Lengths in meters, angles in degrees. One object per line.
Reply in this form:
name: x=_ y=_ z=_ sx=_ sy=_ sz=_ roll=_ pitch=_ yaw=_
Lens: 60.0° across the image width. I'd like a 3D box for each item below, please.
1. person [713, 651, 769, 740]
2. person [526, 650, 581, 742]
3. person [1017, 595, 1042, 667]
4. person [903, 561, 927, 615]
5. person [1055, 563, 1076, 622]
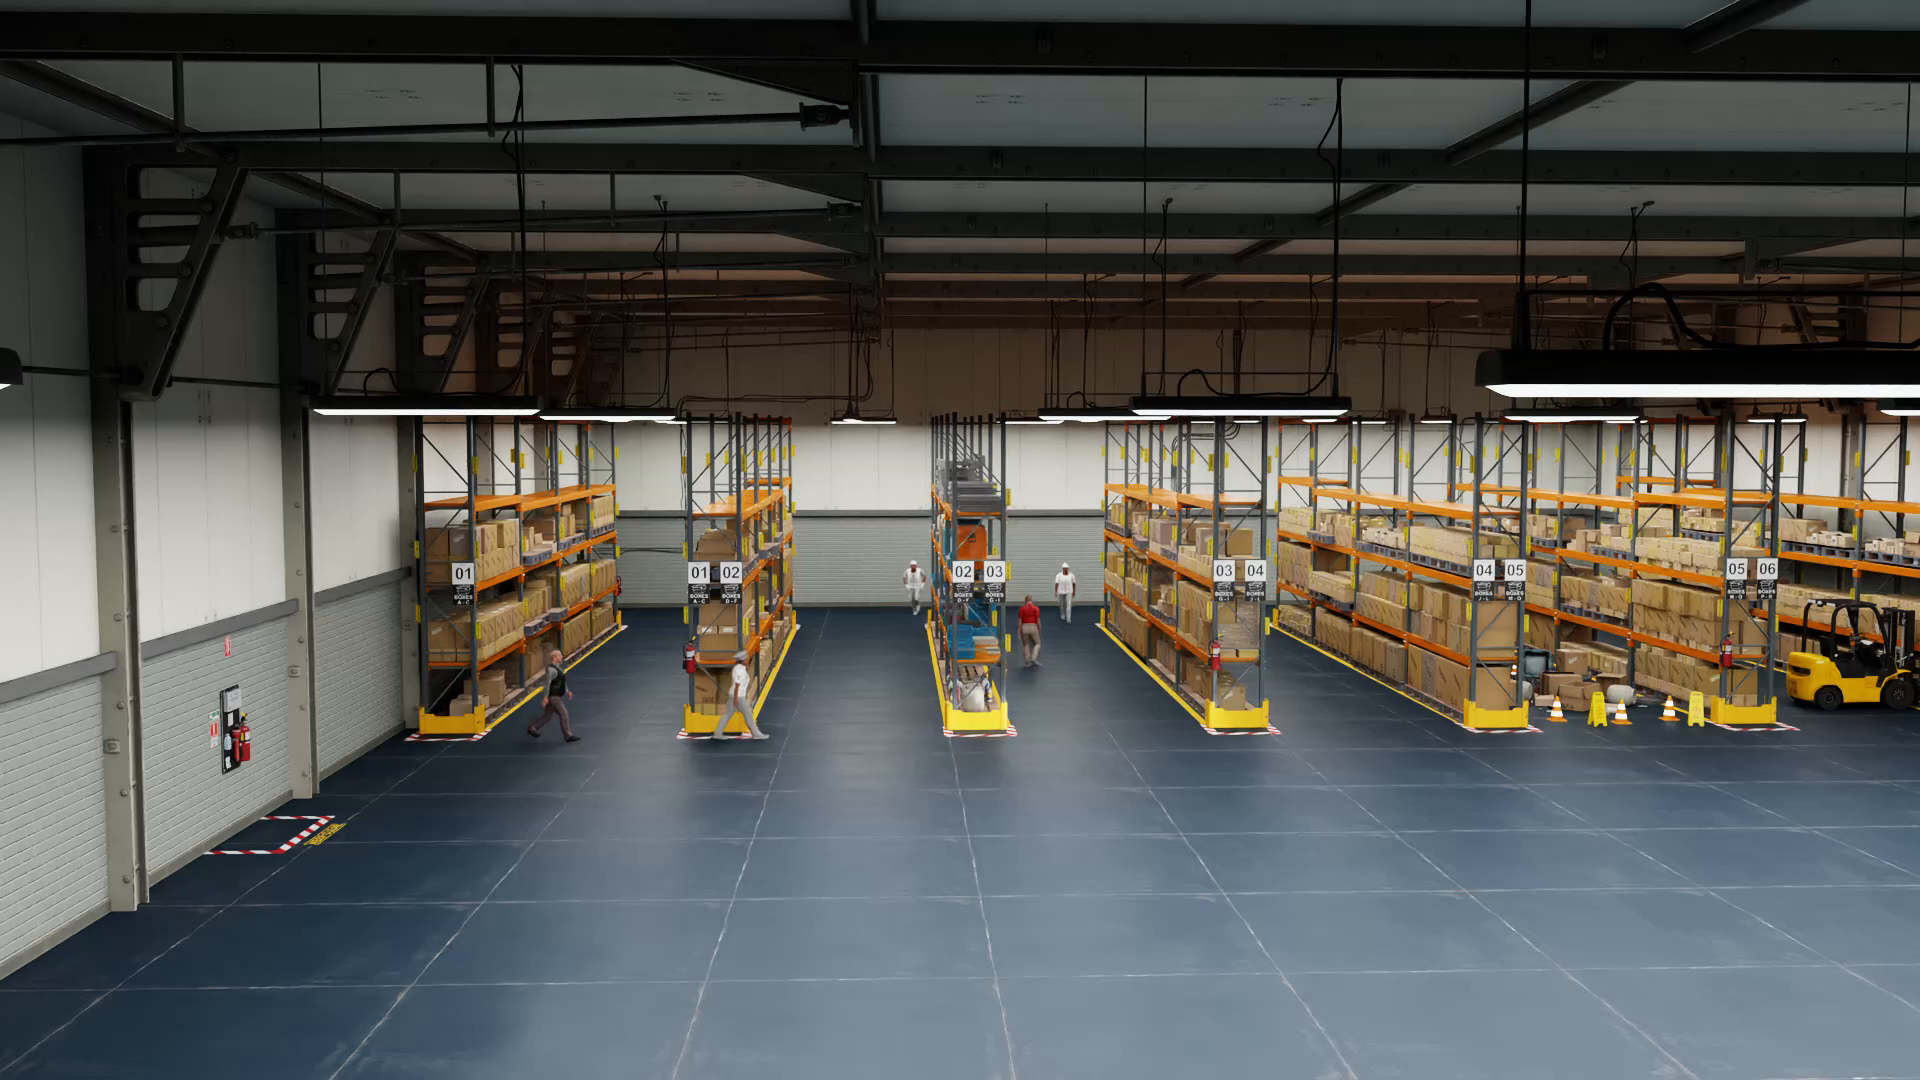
person: x=-3.992 y=2.824 z=30.294 sx=1.002 sy=1.613 sz=0.511 roll=-1 pitch=4 yaw=-13
person: x=-7.389 y=2.828 z=30.150 sx=1.067 sy=1.672 sz=0.576 roll=1 pitch=4 yaw=10
person: x=1.660 y=2.171 z=39.604 sx=0.589 sy=1.724 sz=0.555 roll=1 pitch=4 yaw=7
person: x=-1.380 y=1.448 z=50.543 sx=0.702 sy=1.681 sz=0.656 roll=1 pitch=4 yaw=10
person: x=3.087 y=1.533 z=48.736 sx=0.627 sy=1.704 sz=1.077 roll=0 pitch=4 yaw=1
